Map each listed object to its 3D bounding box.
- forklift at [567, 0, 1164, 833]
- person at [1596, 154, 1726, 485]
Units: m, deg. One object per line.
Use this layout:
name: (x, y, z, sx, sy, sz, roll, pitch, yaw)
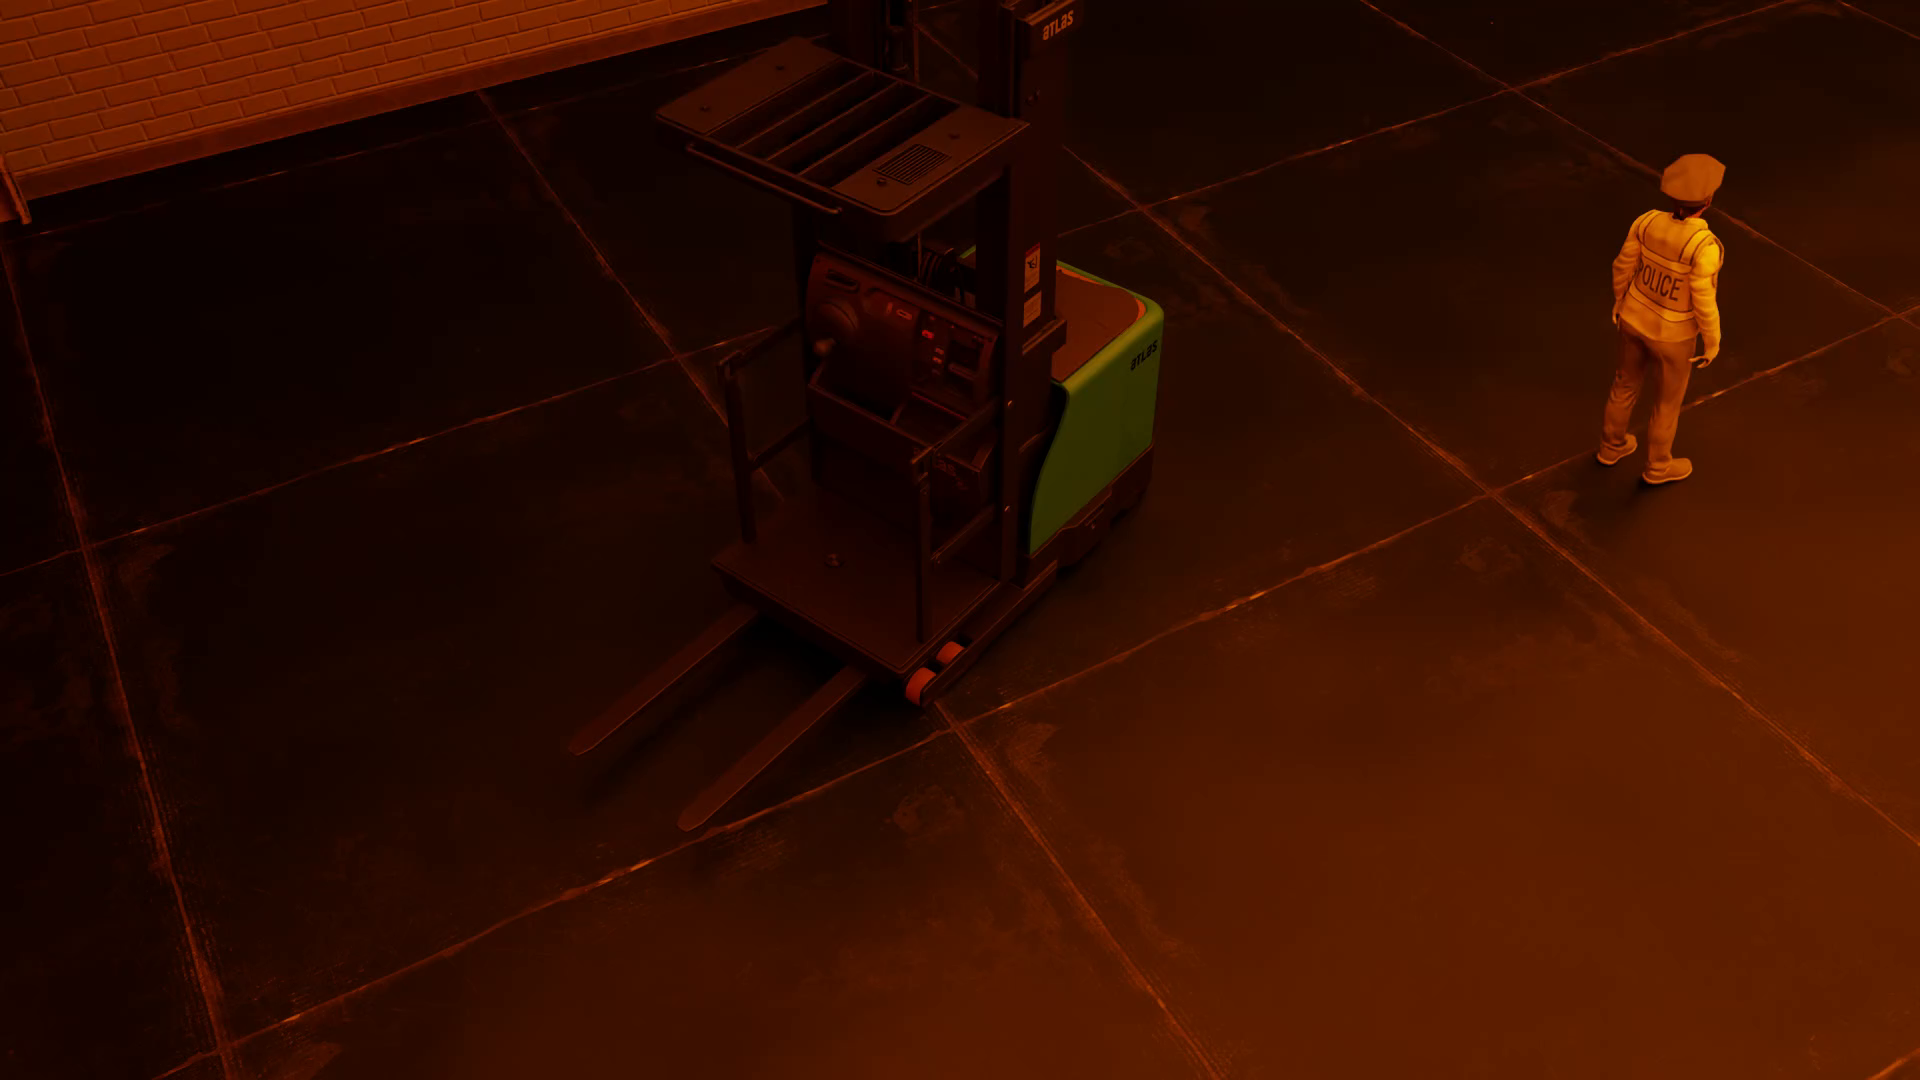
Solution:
forklift: (-0.375, -0.749, 6.505, 1.130, 2.935, 3.031, 28, 50, 27)
person: (3.277, -1.014, 7.701, 0.504, 1.704, 0.574, -24, 48, -23)
